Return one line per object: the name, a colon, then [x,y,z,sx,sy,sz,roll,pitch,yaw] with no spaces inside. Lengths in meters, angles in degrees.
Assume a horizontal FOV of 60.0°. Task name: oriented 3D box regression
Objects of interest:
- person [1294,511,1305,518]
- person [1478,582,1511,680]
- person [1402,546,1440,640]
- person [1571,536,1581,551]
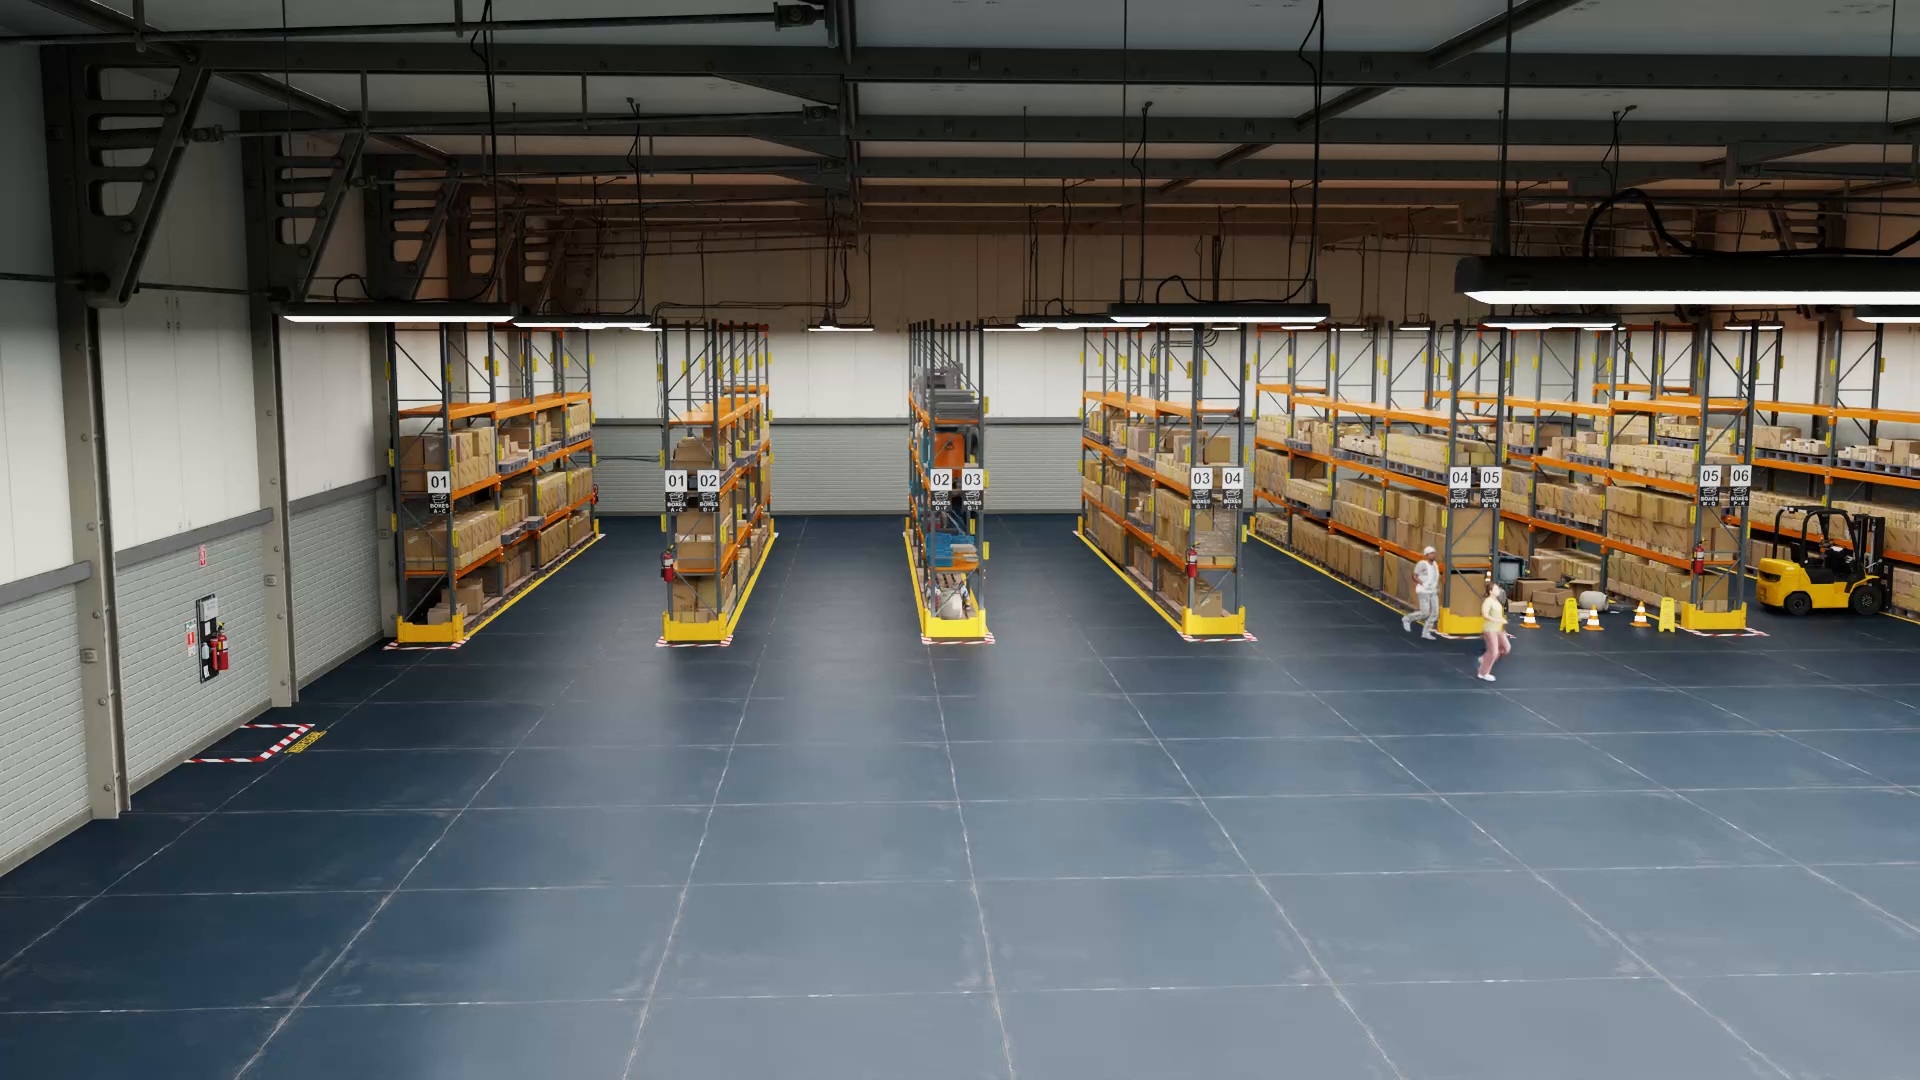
person: [9.963,-1.091,48.797,0.617,1.633,0.681,-4,8,-30]
person: [8.847,1.510,27.572,0.524,1.639,0.626,5,9,37]
person: [8.795,0.986,31.481,0.700,1.747,0.706,-6,9,-39]
person: [15.792,-0.469,42.702,0.662,1.786,0.982,-1,7,-8]
